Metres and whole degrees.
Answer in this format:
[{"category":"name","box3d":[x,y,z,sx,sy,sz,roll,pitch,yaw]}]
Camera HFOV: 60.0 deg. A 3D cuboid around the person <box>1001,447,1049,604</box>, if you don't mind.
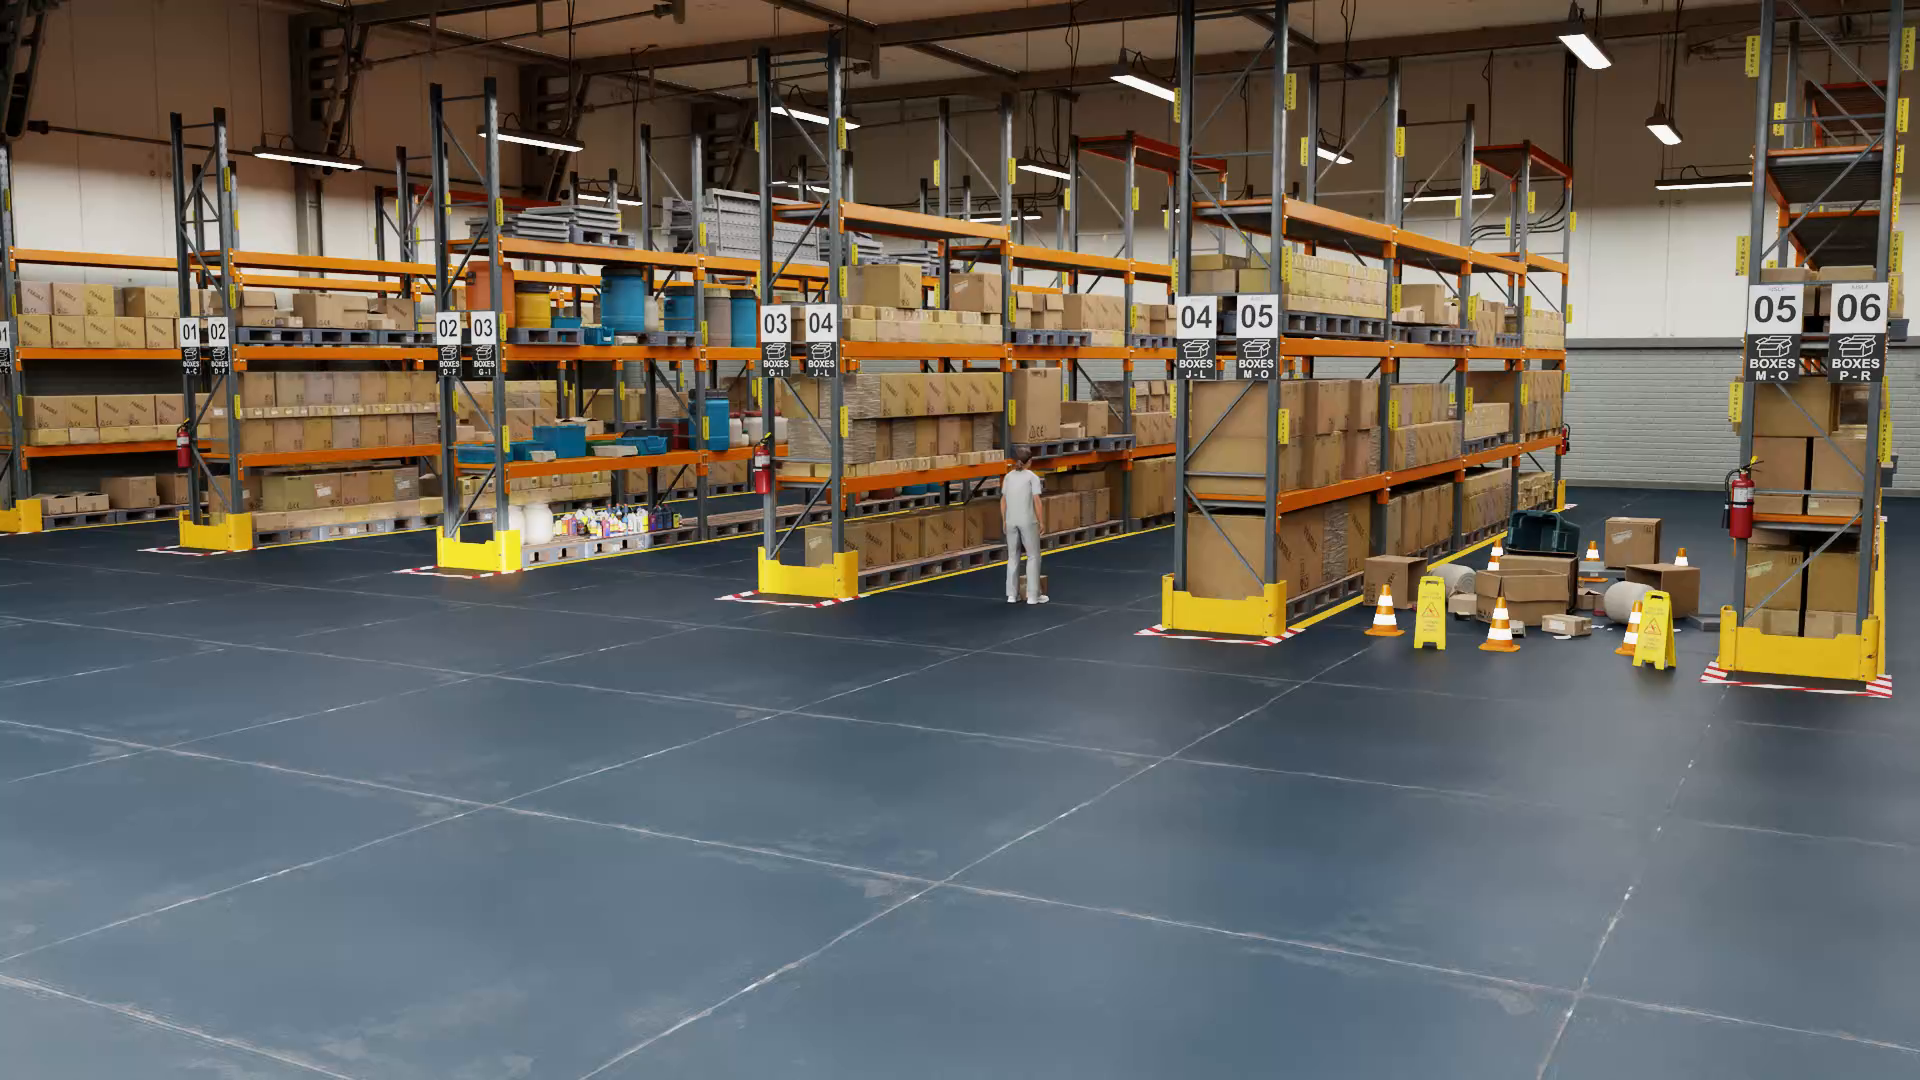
[{"category":"person","box3d":[0.676,-0.161,17.861,0.493,1.673,0.353,3,7,28]}]
